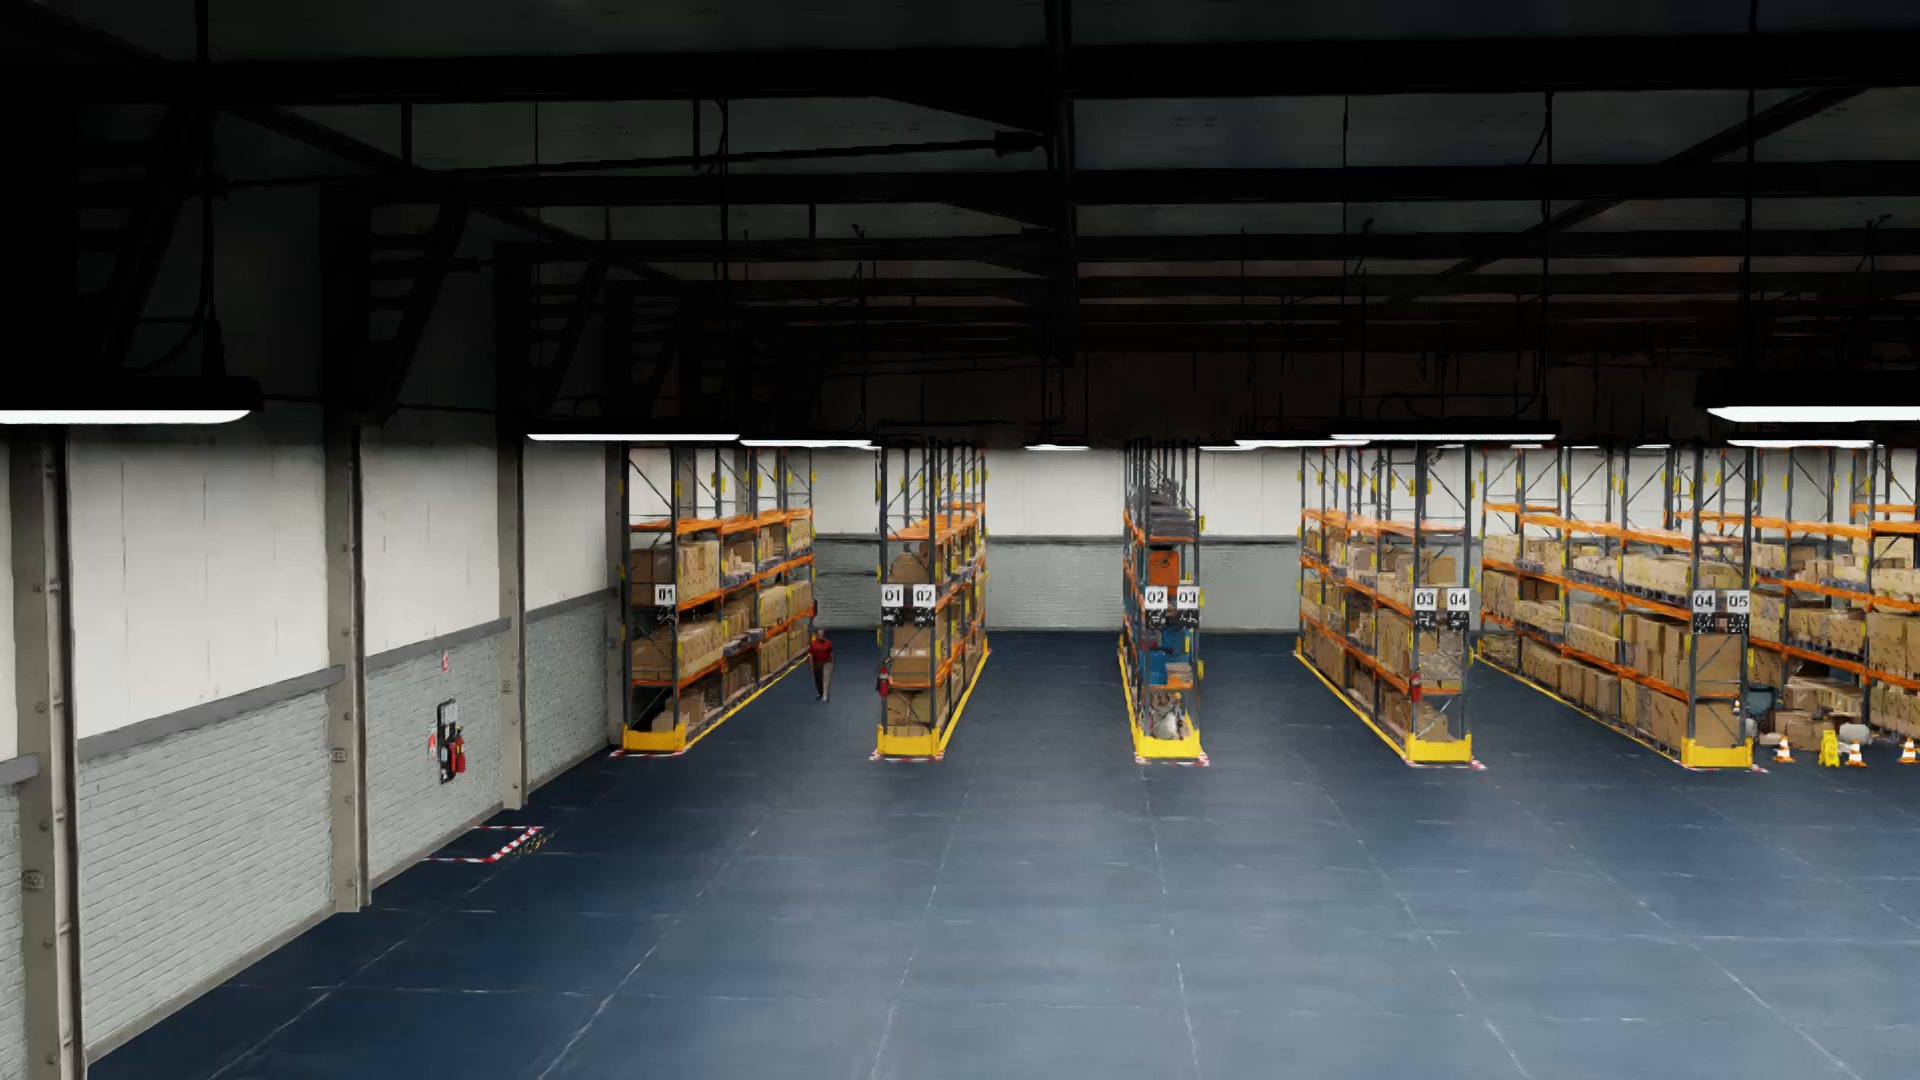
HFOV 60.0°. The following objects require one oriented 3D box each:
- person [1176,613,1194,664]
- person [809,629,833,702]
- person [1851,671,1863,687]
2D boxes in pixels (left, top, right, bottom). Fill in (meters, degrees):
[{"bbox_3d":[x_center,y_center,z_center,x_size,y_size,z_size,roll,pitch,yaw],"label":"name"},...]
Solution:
[{"bbox_3d":[6.057,2.470,44.711,0.571,1.708,1.033,0,3,-4],"label":"person"},{"bbox_3d":[-3.186,2.843,38.014,0.547,1.641,1.115,0,3,3],"label":"person"},{"bbox_3d":[21.005,2.748,38.700,0.515,1.782,0.638,-2,3,-27],"label":"person"}]
